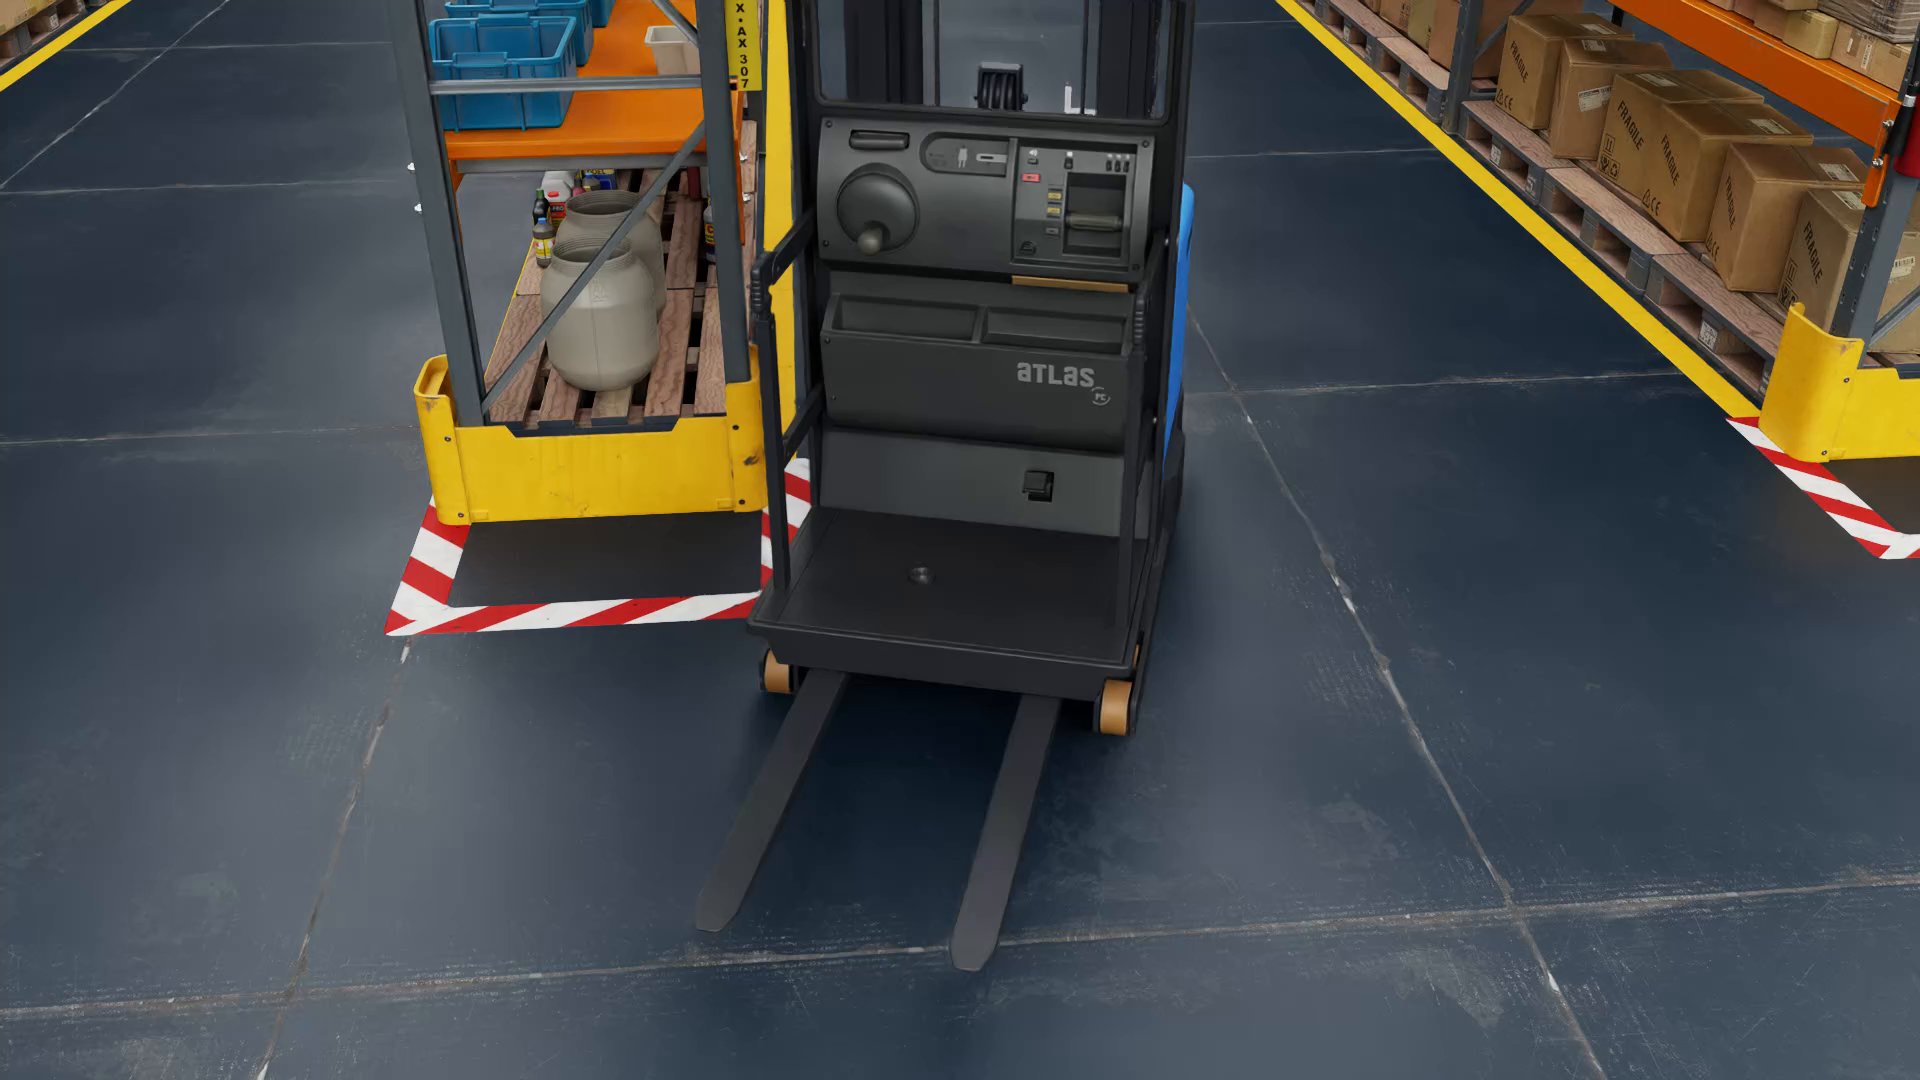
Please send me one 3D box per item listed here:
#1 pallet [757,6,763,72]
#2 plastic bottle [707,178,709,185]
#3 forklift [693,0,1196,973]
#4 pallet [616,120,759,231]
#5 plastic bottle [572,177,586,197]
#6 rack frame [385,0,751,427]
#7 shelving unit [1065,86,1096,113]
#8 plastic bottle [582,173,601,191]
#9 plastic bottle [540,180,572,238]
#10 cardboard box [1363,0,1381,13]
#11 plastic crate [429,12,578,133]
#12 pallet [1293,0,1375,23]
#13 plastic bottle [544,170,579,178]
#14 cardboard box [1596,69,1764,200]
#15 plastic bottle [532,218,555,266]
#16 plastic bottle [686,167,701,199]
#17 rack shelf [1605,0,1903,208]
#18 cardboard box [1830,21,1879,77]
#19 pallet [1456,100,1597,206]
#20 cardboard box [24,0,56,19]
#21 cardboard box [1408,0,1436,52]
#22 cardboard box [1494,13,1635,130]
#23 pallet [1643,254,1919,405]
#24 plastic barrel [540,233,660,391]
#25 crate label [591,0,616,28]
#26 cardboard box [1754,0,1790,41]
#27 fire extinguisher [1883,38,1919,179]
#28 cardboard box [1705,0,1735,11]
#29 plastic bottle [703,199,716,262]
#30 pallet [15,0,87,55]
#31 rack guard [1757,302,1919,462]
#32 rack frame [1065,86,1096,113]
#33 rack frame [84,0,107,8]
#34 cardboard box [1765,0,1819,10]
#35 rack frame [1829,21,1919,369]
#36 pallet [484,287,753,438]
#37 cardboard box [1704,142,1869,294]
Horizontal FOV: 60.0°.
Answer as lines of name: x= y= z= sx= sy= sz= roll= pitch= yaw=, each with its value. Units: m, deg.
pallet: x=-1.825 y=-3.284 z=11.043 sx=1.003 sy=0.211 sz=1.213 roll=-3 pitch=31 yaw=-5
plastic bottle: x=-1.123 y=-1.600 z=7.735 sx=0.097 sy=0.271 sz=0.097 roll=0 pitch=31 yaw=0
forklift: x=0.021 y=-0.900 z=4.399 sx=1.130 sy=2.935 sz=3.031 roll=6 pitch=31 yaw=10
pallet: x=-1.575 y=-1.916 z=8.752 sx=1.003 sy=0.211 sz=1.213 roll=-3 pitch=31 yaw=-5
plastic bottle: x=-1.721 y=-1.491 z=7.540 sx=0.061 sy=0.283 sz=0.133 roll=-3 pitch=31 yaw=-5
rack frame: x=-1.223 y=-1.416 z=5.195 sx=1.000 sy=3.000 sz=0.127 roll=-3 pitch=31 yaw=-5
shelving unit: x=0.458 y=-1.059 z=6.354 sx=0.258 sy=1.200 sz=0.503 roll=7 pitch=32 yaw=12
plastic bottle: x=-1.743 y=-1.633 z=7.859 sx=0.097 sy=0.201 sz=0.097 roll=0 pitch=31 yaw=0
plastic bottle: x=-1.827 y=-1.482 z=7.533 sx=0.152 sy=0.276 sz=0.135 roll=-3 pitch=31 yaw=-4
cardboard box: x=3.168 y=-3.940 z=11.430 sx=0.700 sy=0.500 sz=0.500 roll=0 pitch=31 yaw=0
plastic crate: x=-1.567 y=-1.593 z=5.637 sx=0.499 sy=0.251 sz=0.616 roll=-3 pitch=31 yaw=-5
pallet: x=3.033 y=-4.141 z=12.477 sx=1.003 sy=0.211 sz=1.213 roll=-3 pitch=31 yaw=-5
plastic bottle: x=-1.859 y=-1.669 z=7.774 sx=0.144 sy=0.351 sz=0.185 roll=-2 pitch=31 yaw=-3
cardboard box: x=3.530 y=-1.991 z=8.186 sx=0.500 sy=0.500 sz=0.500 roll=-5 pitch=31 yaw=-9
plastic bottle: x=-1.831 y=-1.320 z=7.335 sx=0.097 sy=0.201 sz=0.097 roll=0 pitch=31 yaw=0
plastic bottle: x=-1.296 y=-1.814 z=8.082 sx=0.061 sy=0.283 sz=0.133 roll=-3 pitch=31 yaw=-5
rack shelf: x=3.522 y=-2.365 z=7.486 sx=1.077 sy=0.370 sz=4.000 roll=-3 pitch=31 yaw=-5
cardboard box: x=3.454 y=-1.809 z=6.098 sx=0.380 sy=0.149 sz=0.250 roll=-3 pitch=31 yaw=-5
pallet: x=3.433 y=-2.157 z=9.155 sx=1.003 sy=0.211 sz=1.213 roll=-3 pitch=31 yaw=-5
cardboard box: x=-6.558 y=-3.745 z=11.366 sx=0.500 sy=0.250 sz=0.500 roll=-3 pitch=31 yaw=-5
cardboard box: x=3.273 y=-3.370 z=10.475 sx=0.700 sy=0.500 sz=0.500 roll=-3 pitch=31 yaw=-5
cardboard box: x=3.332 y=-2.596 z=9.200 sx=0.500 sy=0.500 sz=0.500 roll=-4 pitch=31 yaw=-6
pallet: x=3.661 y=-0.911 z=7.070 sx=1.003 sy=0.211 sz=1.213 roll=-3 pitch=31 yaw=-5
plastic barrel: x=-1.360 y=-0.860 z=6.282 sx=0.421 sy=0.512 sz=0.421 roll=0 pitch=31 yaw=0
crate label: x=-1.664 y=-2.358 z=6.738 sx=0.502 sy=0.435 sz=0.616 roll=-3 pitch=31 yaw=-5
cardboard box: x=3.371 y=-2.062 z=6.522 sx=0.380 sy=0.149 sz=0.250 roll=-3 pitch=31 yaw=-5
fire extinguisher: x=3.261 y=-1.539 z=5.477 sx=0.296 sy=0.674 sz=0.183 roll=-3 pitch=31 yaw=-5
cardboard box: x=3.343 y=-2.318 z=6.951 sx=0.380 sy=0.149 sz=0.250 roll=-3 pitch=31 yaw=-5
plastic bottle: x=-1.082 y=-1.374 z=7.357 sx=0.097 sy=0.271 sz=0.097 roll=0 pitch=31 yaw=0
pallet: x=-6.864 y=-3.645 z=11.647 sx=1.003 sy=0.211 sz=1.213 roll=-3 pitch=31 yaw=-5
rack guard: x=3.702 y=-0.619 z=6.298 sx=1.175 sy=0.500 sz=0.348 roll=-3 pitch=31 yaw=-5
rack frame: x=0.516 y=-1.181 z=6.557 sx=0.240 sy=1.200 sz=0.015 roll=7 pitch=32 yaw=12
rack frame: x=-6.902 y=-5.265 z=11.639 sx=1.000 sy=3.000 sz=0.127 roll=-3 pitch=31 yaw=-5
cardboard box: x=3.518 y=-2.355 z=6.381 sx=0.875 sy=0.500 sz=0.500 roll=-3 pitch=31 yaw=-5
rack frame: x=3.709 y=-1.653 z=5.592 sx=1.000 sy=3.000 sz=0.127 roll=-3 pitch=31 yaw=-5
pallet: x=-1.347 y=-0.670 z=6.666 sx=1.003 sy=0.211 sz=1.213 roll=-3 pitch=31 yaw=-5
cardboard box: x=3.577 y=-1.383 z=7.169 sx=0.500 sy=0.500 sz=0.500 roll=5 pitch=31 yaw=8
